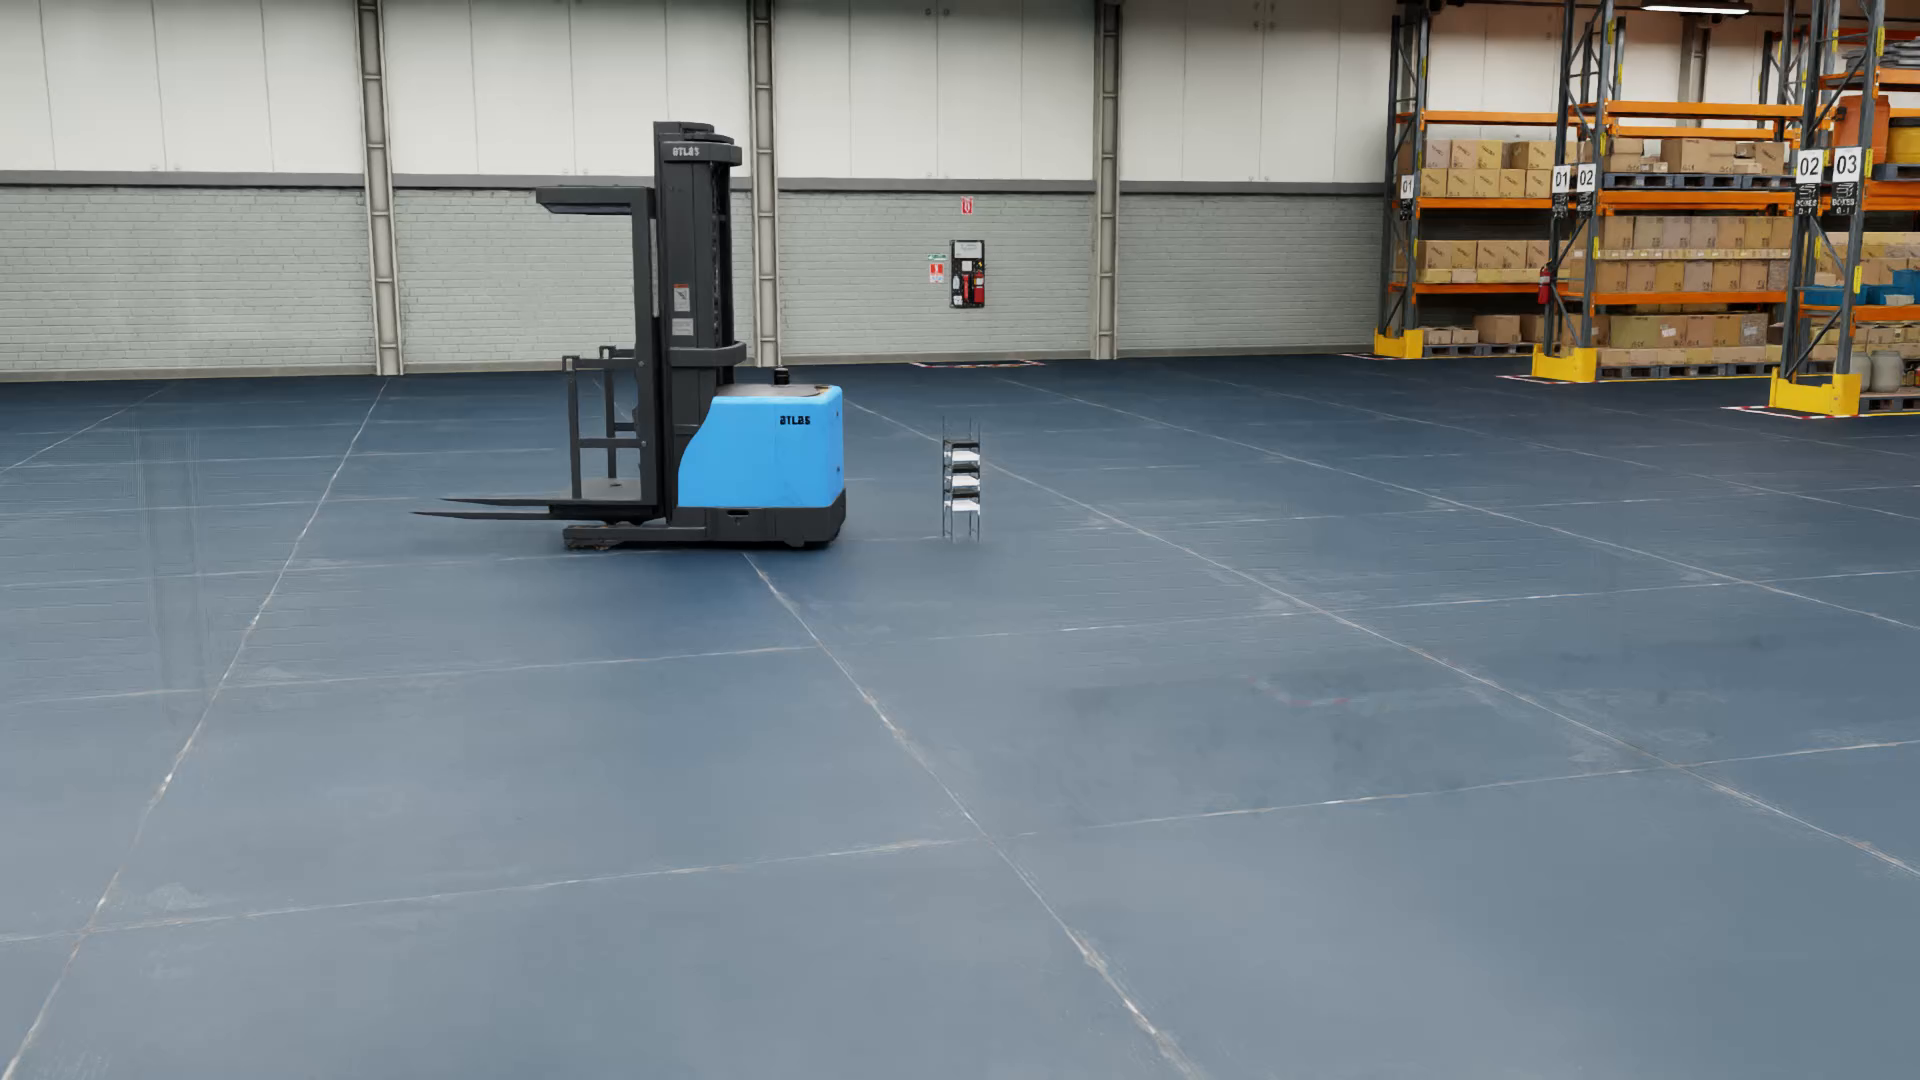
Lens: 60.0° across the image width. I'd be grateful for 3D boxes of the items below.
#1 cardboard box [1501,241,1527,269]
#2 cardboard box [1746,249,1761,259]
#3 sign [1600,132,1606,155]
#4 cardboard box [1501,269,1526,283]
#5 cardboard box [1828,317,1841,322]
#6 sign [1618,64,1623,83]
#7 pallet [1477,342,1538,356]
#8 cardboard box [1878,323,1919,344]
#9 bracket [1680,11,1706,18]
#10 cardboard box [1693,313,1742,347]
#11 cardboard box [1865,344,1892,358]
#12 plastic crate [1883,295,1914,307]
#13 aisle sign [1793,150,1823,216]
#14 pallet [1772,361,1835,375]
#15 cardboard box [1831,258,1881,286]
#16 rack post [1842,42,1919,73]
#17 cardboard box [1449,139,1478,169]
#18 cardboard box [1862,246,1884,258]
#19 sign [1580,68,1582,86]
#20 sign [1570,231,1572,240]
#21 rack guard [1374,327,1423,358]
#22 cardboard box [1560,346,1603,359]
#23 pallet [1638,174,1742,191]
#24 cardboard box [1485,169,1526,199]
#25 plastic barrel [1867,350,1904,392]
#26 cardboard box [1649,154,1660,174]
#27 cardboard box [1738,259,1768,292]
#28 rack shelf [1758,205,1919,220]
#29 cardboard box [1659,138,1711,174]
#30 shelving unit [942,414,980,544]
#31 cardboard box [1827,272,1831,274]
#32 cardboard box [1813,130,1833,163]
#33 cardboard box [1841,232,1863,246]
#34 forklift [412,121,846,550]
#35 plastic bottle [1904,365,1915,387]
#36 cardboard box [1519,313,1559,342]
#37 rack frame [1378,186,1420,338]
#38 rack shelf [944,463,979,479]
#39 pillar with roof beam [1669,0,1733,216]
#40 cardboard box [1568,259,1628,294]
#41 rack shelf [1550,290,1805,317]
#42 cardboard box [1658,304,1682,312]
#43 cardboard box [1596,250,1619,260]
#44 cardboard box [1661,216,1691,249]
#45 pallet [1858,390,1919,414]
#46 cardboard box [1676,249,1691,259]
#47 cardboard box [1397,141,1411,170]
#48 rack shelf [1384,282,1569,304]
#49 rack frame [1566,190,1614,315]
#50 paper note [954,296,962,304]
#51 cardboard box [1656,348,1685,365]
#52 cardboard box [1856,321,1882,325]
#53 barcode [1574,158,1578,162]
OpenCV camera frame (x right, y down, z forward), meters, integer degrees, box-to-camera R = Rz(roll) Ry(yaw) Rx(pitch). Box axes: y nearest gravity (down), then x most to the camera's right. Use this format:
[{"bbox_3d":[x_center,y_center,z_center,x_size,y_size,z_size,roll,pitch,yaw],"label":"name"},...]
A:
[{"bbox_3d":[9.883,-5.164,30.102,0.500,0.500,0.500,-3,11,-14],"label":"cardboard box"},{"bbox_3d":[12.160,-4.430,25.759,0.250,0.149,0.380,-3,11,-16],"label":"cardboard box"},{"bbox_3d":[9.410,-5.797,24.335,0.005,0.325,0.100,-3,11,-16],"label":"sign"},{"bbox_3d":[9.901,-4.795,30.168,0.500,0.250,0.500,-3,11,-15],"label":"cardboard box"},{"bbox_3d":[17.140,-4.423,32.564,0.750,0.750,0.750,-3,11,-16],"label":"cardboard box"},{"bbox_3d":[11.847,-8.367,29.842,0.005,0.325,0.100,-3,11,-16],"label":"sign"},{"bbox_3d":[9.905,-3.540,30.690,1.213,0.211,1.003,-3,11,-16],"label":"pallet"},{"bbox_3d":[15.044,-3.338,26.780,0.500,0.311,0.500,-3,11,-14],"label":"cardboard box"},{"bbox_3d":[13.765,-9.938,31.235,0.430,0.232,0.235,-3,11,-16],"label":"bracket"},{"bbox_3d":[11.755,-3.265,25.860,0.500,0.500,0.500,-3,11,-16],"label":"cardboard box"},{"bbox_3d":[14.546,-3.036,26.690,0.500,0.250,0.500,-3,11,-18],"label":"cardboard box"},{"bbox_3d":[11.591,-2.948,20.506,0.250,0.136,0.298,-3,11,-16],"label":"plastic crate"},{"bbox_3d":[10.490,-4.415,20.565,0.004,0.787,0.394,-3,11,-16],"label":"aisle sign"},{"bbox_3d":[13.798,-2.825,26.810,1.213,0.211,1.003,-3,11,-16],"label":"pallet"},{"bbox_3d":[14.349,-4.264,26.649,0.500,0.500,0.500,-2,11,-12],"label":"cardboard box"},{"bbox_3d":[11.403,-5.810,20.130,0.954,0.300,0.937,-2,11,-10],"label":"rack post"},{"bbox_3d":[8.806,-6.831,29.489,0.500,0.500,0.500,-3,11,-17],"label":"cardboard box"},{"bbox_3d":[17.572,-5.479,32.369,0.500,0.500,0.500,-3,11,-14],"label":"cardboard box"},{"bbox_3d":[11.553,-8.597,30.875,0.005,0.325,0.100,-3,11,-16],"label":"sign"},{"bbox_3d":[11.555,-5.679,31.413,0.005,0.325,0.100,-3,11,-16],"label":"sign"},{"bbox_3d":[7.946,-3.586,30.142,0.348,0.500,1.175,-3,11,-16],"label":"rack guard"},{"bbox_3d":[9.693,-2.883,25.856,0.500,0.250,0.500,-3,11,-16],"label":"cardboard box"},{"bbox_3d":[11.121,-5.475,25.464,1.213,0.211,1.003,-3,11,-16],"label":"pallet"},{"bbox_3d":[9.795,-6.397,29.896,0.500,0.500,0.500,-2,11,-12],"label":"cardboard box"},{"bbox_3d":[11.734,-2.144,21.118,0.421,0.512,0.421,0,10,0],"label":"plastic barrel"},{"bbox_3d":[10.827,-5.789,25.623,0.500,0.311,0.500,-2,11,-9],"label":"cardboard box"},{"bbox_3d":[12.173,-4.150,26.030,0.500,0.500,0.700,-3,11,-17],"label":"cardboard box"},{"bbox_3d":[17.474,-6.438,32.437,4.000,0.370,1.077,-3,11,-16],"label":"rack shelf"},{"bbox_3d":[10.932,-5.786,25.085,0.500,0.500,0.500,-3,11,-16],"label":"cardboard box"},{"bbox_3d":[0.008,-0.443,11.967,0.210,0.900,0.258,-3,11,-16],"label":"shelving unit"},{"bbox_3d":[16.665,-5.123,32.226,0.250,0.149,0.380,-3,11,-17],"label":"cardboard box"},{"bbox_3d":[13.705,-6.154,26.086,0.500,0.500,0.500,-3,11,-15],"label":"cardboard box"},{"bbox_3d":[17.057,-5.821,32.159,0.500,0.250,0.500,-3,11,-16],"label":"cardboard box"},{"bbox_3d":[-2.393,-1.466,11.916,3.031,2.935,1.130,0,10,3],"label":"forklift"},{"bbox_3d":[12.390,-2.148,21.714,0.133,0.283,0.061,-3,11,-15],"label":"plastic bottle"},{"bbox_3d":[10.728,-3.941,30.858,0.500,0.500,0.500,-4,11,-20],"label":"cardboard box"},{"bbox_3d":[7.873,-4.811,29.895,0.127,3.000,1.000,-3,11,-16],"label":"rack frame"},{"bbox_3d":[0.008,-0.499,11.957,0.200,0.077,0.258,-3,11,-16],"label":"rack shelf"},{"bbox_3d":[15.267,-7.503,27.945,0.548,9.000,9.100,-3,11,-16],"label":"pillar with roof beam"},{"bbox_3d":[9.713,-4.021,25.326,0.500,0.500,0.700,-3,11,-16],"label":"cardboard box"},{"bbox_3d":[11.181,-3.697,25.833,4.000,0.370,1.077,-3,11,-16],"label":"rack shelf"},{"bbox_3d":[13.336,-4.459,31.602,0.500,0.250,0.500,-3,11,-18],"label":"cardboard box"},{"bbox_3d":[9.698,-4.301,25.055,0.250,0.149,0.380,-3,11,-16],"label":"cardboard box"},{"bbox_3d":[10.751,-4.715,25.512,0.500,0.500,0.700,-3,11,-16],"label":"cardboard box"},{"bbox_3d":[11.483,-1.770,21.076,1.213,0.211,1.003,-3,11,-16],"label":"pallet"},{"bbox_3d":[10.934,-4.366,25.411,0.250,0.149,0.380,-3,11,-17],"label":"cardboard box"},{"bbox_3d":[8.214,-6.904,29.887,0.500,0.500,0.500,-3,11,-13],"label":"cardboard box"},{"bbox_3d":[9.793,-4.558,30.510,4.000,0.370,1.077,-3,11,-16],"label":"rack shelf"},{"bbox_3d":[11.713,-5.013,30.994,0.127,3.000,1.000,-3,11,-16],"label":"rack frame"},{"bbox_3d":[-0.030,-4.145,28.708,0.142,0.148,0.016,-3,11,-16],"label":"paper note"},{"bbox_3d":[10.797,-2.844,25.645,0.500,0.250,0.500,-3,11,-16],"label":"cardboard box"},{"bbox_3d":[14.871,-3.430,27.279,0.500,0.311,0.500,-3,11,-17],"label":"cardboard box"},{"bbox_3d":[9.416,-5.810,25.433,0.075,0.075,0.001,-3,11,-16],"label":"barcode"}]
